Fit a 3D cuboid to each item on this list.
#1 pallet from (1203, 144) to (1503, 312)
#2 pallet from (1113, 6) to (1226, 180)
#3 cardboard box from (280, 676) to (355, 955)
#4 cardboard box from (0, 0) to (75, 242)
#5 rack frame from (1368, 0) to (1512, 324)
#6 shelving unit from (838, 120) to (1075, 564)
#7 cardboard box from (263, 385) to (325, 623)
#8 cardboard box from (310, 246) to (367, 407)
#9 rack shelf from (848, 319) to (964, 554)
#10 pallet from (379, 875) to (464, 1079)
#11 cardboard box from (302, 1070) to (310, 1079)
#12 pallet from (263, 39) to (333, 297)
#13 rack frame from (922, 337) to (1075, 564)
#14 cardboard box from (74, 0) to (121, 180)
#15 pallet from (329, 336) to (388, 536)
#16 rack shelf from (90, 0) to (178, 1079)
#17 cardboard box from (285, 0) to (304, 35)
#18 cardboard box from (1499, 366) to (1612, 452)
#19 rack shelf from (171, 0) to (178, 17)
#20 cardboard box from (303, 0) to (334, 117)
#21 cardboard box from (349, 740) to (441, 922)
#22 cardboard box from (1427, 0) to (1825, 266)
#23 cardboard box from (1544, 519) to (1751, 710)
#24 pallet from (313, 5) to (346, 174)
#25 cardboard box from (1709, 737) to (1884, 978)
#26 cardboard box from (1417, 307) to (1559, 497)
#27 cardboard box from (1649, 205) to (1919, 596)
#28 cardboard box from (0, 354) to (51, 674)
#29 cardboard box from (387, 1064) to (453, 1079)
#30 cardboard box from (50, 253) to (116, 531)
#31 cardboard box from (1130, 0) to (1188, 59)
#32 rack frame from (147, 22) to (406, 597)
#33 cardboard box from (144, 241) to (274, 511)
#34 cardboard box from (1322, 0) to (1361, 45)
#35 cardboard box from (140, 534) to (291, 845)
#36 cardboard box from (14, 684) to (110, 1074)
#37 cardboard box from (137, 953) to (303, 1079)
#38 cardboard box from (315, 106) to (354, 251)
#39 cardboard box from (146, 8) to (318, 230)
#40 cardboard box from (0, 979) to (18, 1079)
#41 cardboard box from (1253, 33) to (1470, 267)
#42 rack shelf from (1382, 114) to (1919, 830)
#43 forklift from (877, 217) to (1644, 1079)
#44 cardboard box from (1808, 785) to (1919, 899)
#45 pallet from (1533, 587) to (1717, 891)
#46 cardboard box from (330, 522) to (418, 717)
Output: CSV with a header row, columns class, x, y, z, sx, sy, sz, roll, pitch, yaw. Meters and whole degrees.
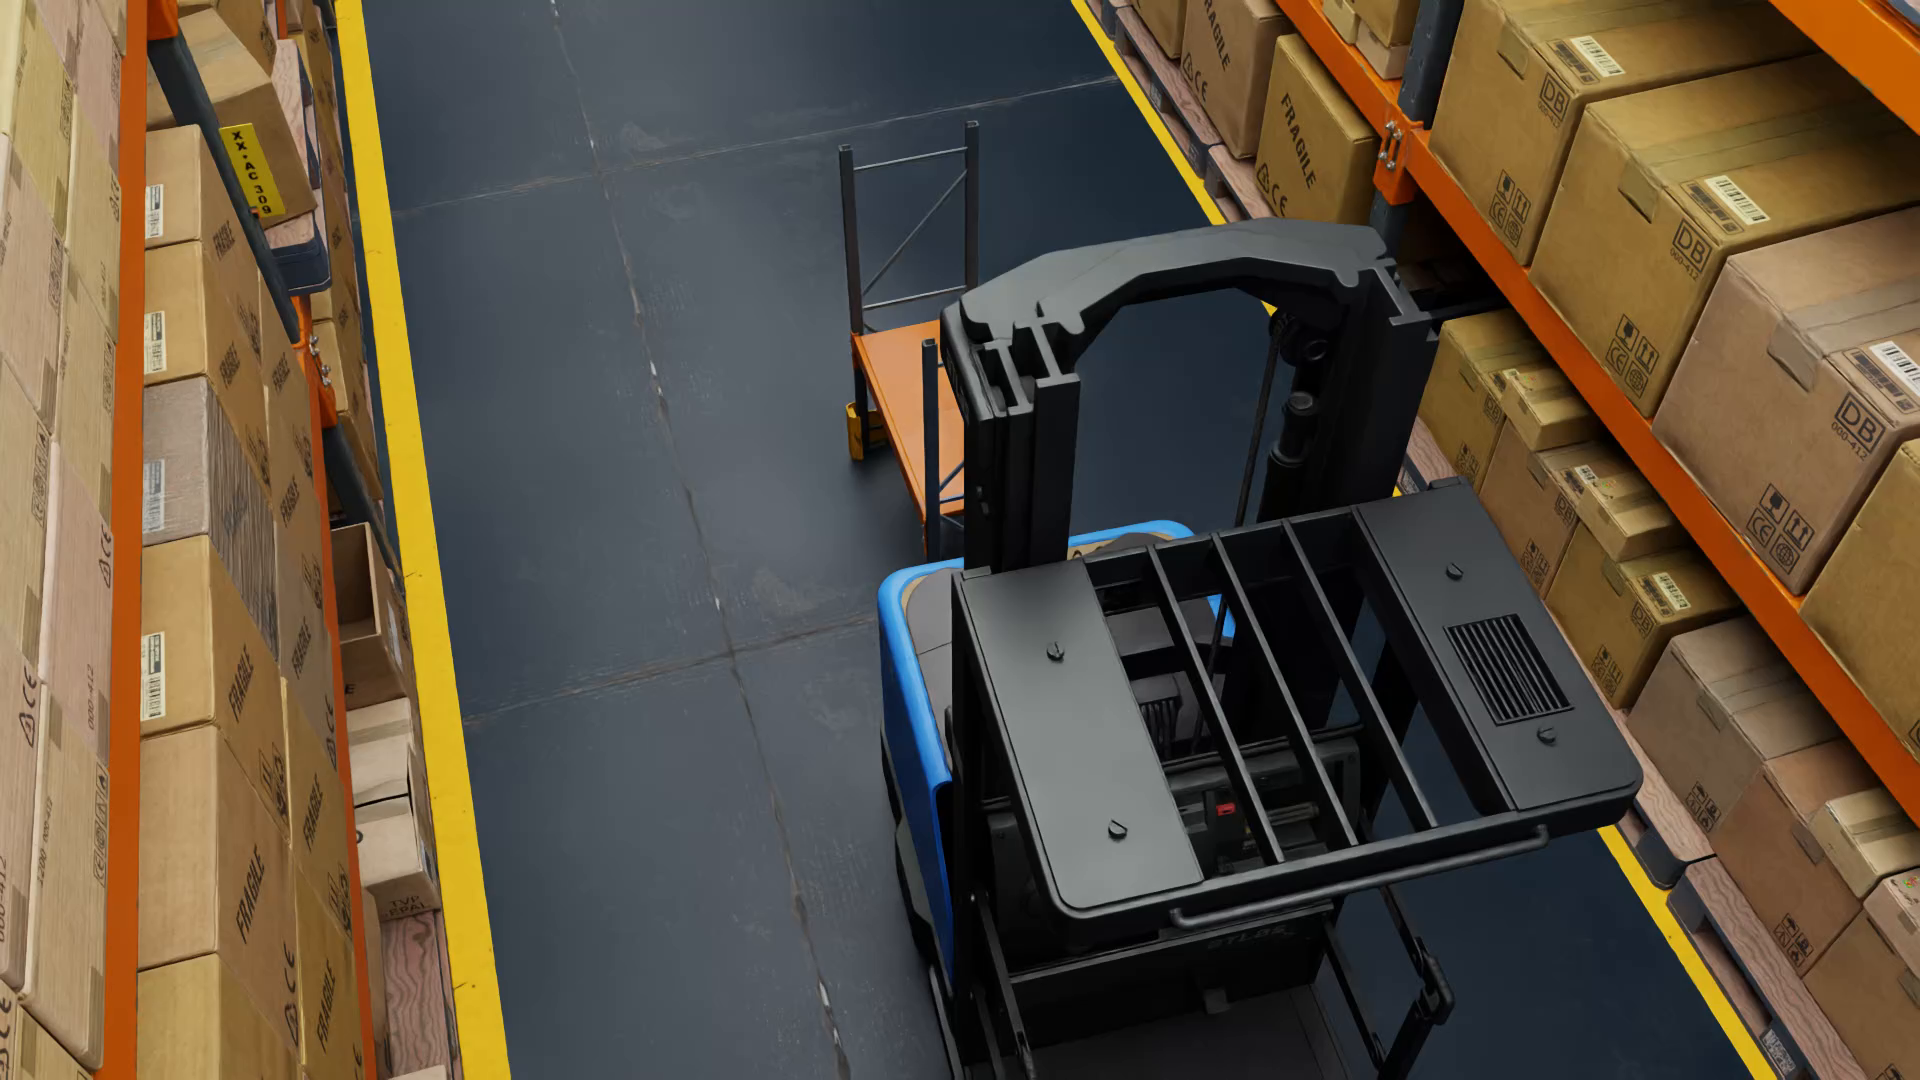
class,x,y,z,sx,sy,sz,roll,pitch,yaw
pallet,1.815,-1.454,7.627,1.003,0.211,1.213,-13,51,-11
pallet,1.451,-2.346,8.380,1.003,0.211,1.213,-13,51,-11
cardboard box,-1.762,0.714,3.910,0.500,0.500,0.500,-13,51,-10
cardboard box,-1.922,-0.737,3.009,0.500,0.250,0.500,-13,51,-11
rack frame,2.115,-1.806,6.100,1.000,3.000,0.127,-13,51,-11
shelving unit,-0.023,-0.539,6.013,0.587,1.500,1.083,-13,51,-11
cardboard box,-2.069,-0.032,4.539,0.500,0.500,0.500,-12,51,-10
cardboard box,-2.694,-0.815,6.612,0.500,0.500,0.500,-13,51,-10
rack shelf,-0.025,-0.430,6.156,0.538,0.185,1.000,-13,51,-11
pallet,-2.049,1.610,5.044,1.003,0.211,1.213,-13,51,-11
cardboard box,-1.470,1.447,3.293,0.500,0.500,0.500,-14,51,-11
pallet,-2.748,-1.230,5.740,1.003,0.211,1.213,-13,51,-11
rack frame,0.125,-0.174,5.706,0.500,1.500,0.032,-13,51,-11
cardboard box,-2.080,-0.939,3.506,0.500,0.250,0.500,-13,51,-11
pallet,-2.892,-0.370,6.714,1.003,0.211,1.213,-13,51,-11
rack shelf,-2.024,0.043,3.050,1.077,0.370,4.000,-13,51,-11
cardboard box,-3.277,-2.512,7.552,0.500,0.250,0.500,-12,51,-10
cardboard box,2.165,-0.484,5.922,0.380,0.149,0.250,-12,51,-10
rack shelf,-3.207,-2.879,5.513,1.077,0.370,4.000,-13,51,-11
cardboard box,-3.298,-2.311,7.873,0.500,0.500,0.500,-12,51,-10
cardboard box,-1.954,0.941,5.255,0.500,0.311,0.500,-13,51,-11
cardboard box,2.260,-1.503,5.648,0.980,0.700,0.700,-13,51,-10
cardboard box,2.534,0.177,5.789,0.700,0.500,0.500,-12,51,-10
pallet,-3.614,-2.152,8.216,1.003,0.211,1.213,-13,51,-11
cardboard box,2.848,0.932,5.153,0.700,0.500,0.500,-13,51,-11
cardboard box,2.239,-0.566,6.415,0.700,0.500,0.500,-13,51,-11
cardboard box,2.695,-0.439,4.752,0.980,0.700,0.700,-16,52,-13
cardboard box,-1.631,-0.006,2.392,0.500,0.250,0.500,-13,51,-11
cardboard box,-1.618,1.791,4.578,0.500,0.250,0.500,-13,51,-11
cardboard box,-1.781,-0.210,2.891,0.500,0.250,0.500,-13,51,-11
cardboard box,1.277,-2.962,8.206,0.750,0.750,0.750,-14,51,-11
rack frame,-2.616,-0.683,5.154,1.000,3.000,0.127,-13,51,-11
cardboard box,-2.065,-0.353,4.156,0.500,0.500,0.500,-14,51,-12
cardboard box,1.648,-2.093,6.494,0.380,0.149,0.250,-12,51,-10
cardboard box,-1.768,0.383,3.536,0.500,0.500,0.500,-14,51,-11
cardboard box,-1.477,0.519,2.276,0.500,0.250,0.500,-13,51,-11
cardboard box,-1.474,1.120,2.914,0.500,0.500,0.500,-13,51,-11
cardboard box,-2.984,-1.551,7.232,0.500,0.500,0.500,-15,52,-12
cardboard box,-2.542,-1.247,5.289,0.700,0.500,0.500,-30,56,-23
cardboard box,-1.336,0.725,1.776,0.500,0.250,0.500,-13,51,-11
cardboard box,1.799,-1.694,7.137,0.750,0.750,0.750,-13,51,-11
rack shelf,2.707,-0.113,5.144,1.077,0.370,4.000,-13,51,-11
forklift,0.582,0.854,3.903,1.130,2.935,3.031,-11,51,-9
cardboard box,2.707,0.849,4.798,0.380,0.149,0.250,-12,51,-10
pallet,2.630,0.559,5.931,1.003,0.211,1.213,-13,51,-11
cardboard box,-2.176,0.333,5.644,0.500,0.500,0.500,-13,51,-11
